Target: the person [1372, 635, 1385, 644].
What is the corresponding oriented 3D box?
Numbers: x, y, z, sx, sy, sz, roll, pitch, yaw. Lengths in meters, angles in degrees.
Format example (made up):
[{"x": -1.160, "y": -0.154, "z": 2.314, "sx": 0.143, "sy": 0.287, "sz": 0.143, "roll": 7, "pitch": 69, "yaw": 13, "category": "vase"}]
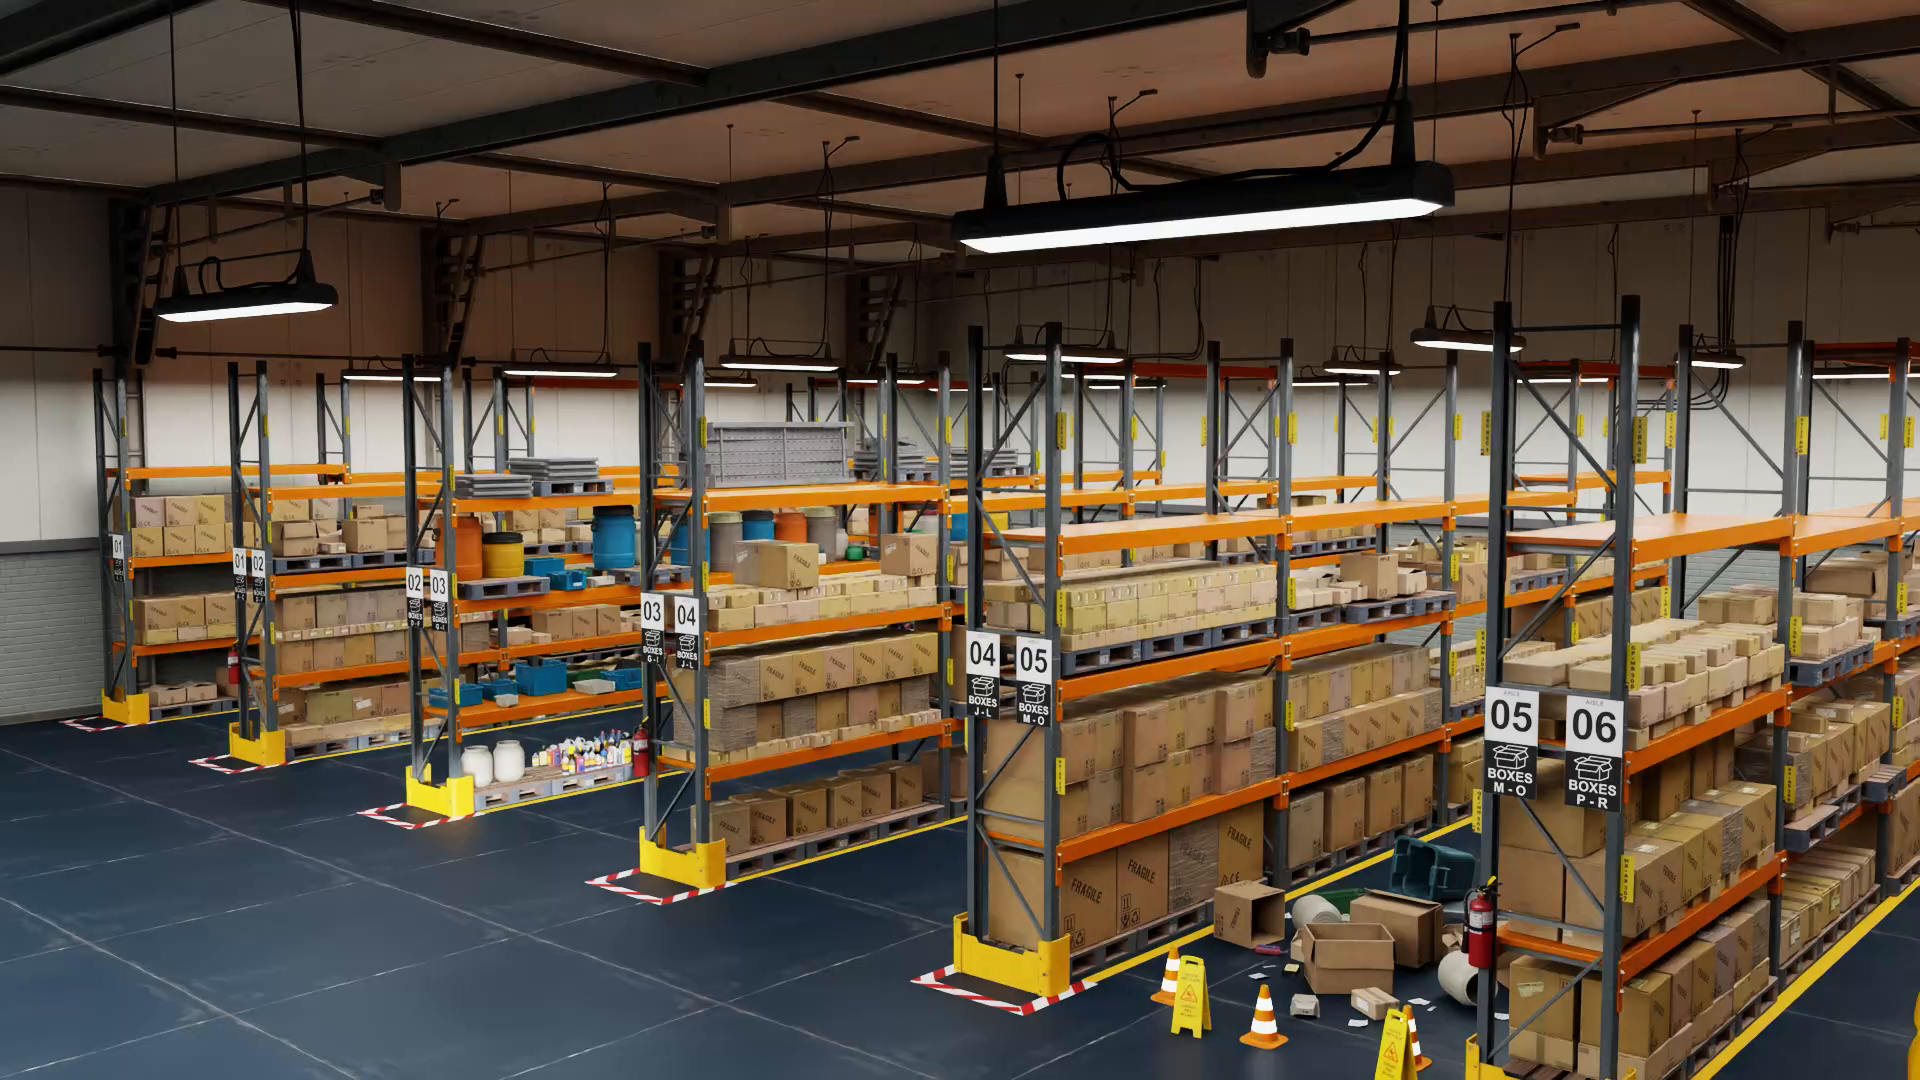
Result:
[{"x": 6.944, "y": 2.315, "z": 27.806, "sx": 0.573, "sy": 1.583, "sz": 1.053, "roll": 3, "pitch": 5, "yaw": 39, "category": "person"}]
